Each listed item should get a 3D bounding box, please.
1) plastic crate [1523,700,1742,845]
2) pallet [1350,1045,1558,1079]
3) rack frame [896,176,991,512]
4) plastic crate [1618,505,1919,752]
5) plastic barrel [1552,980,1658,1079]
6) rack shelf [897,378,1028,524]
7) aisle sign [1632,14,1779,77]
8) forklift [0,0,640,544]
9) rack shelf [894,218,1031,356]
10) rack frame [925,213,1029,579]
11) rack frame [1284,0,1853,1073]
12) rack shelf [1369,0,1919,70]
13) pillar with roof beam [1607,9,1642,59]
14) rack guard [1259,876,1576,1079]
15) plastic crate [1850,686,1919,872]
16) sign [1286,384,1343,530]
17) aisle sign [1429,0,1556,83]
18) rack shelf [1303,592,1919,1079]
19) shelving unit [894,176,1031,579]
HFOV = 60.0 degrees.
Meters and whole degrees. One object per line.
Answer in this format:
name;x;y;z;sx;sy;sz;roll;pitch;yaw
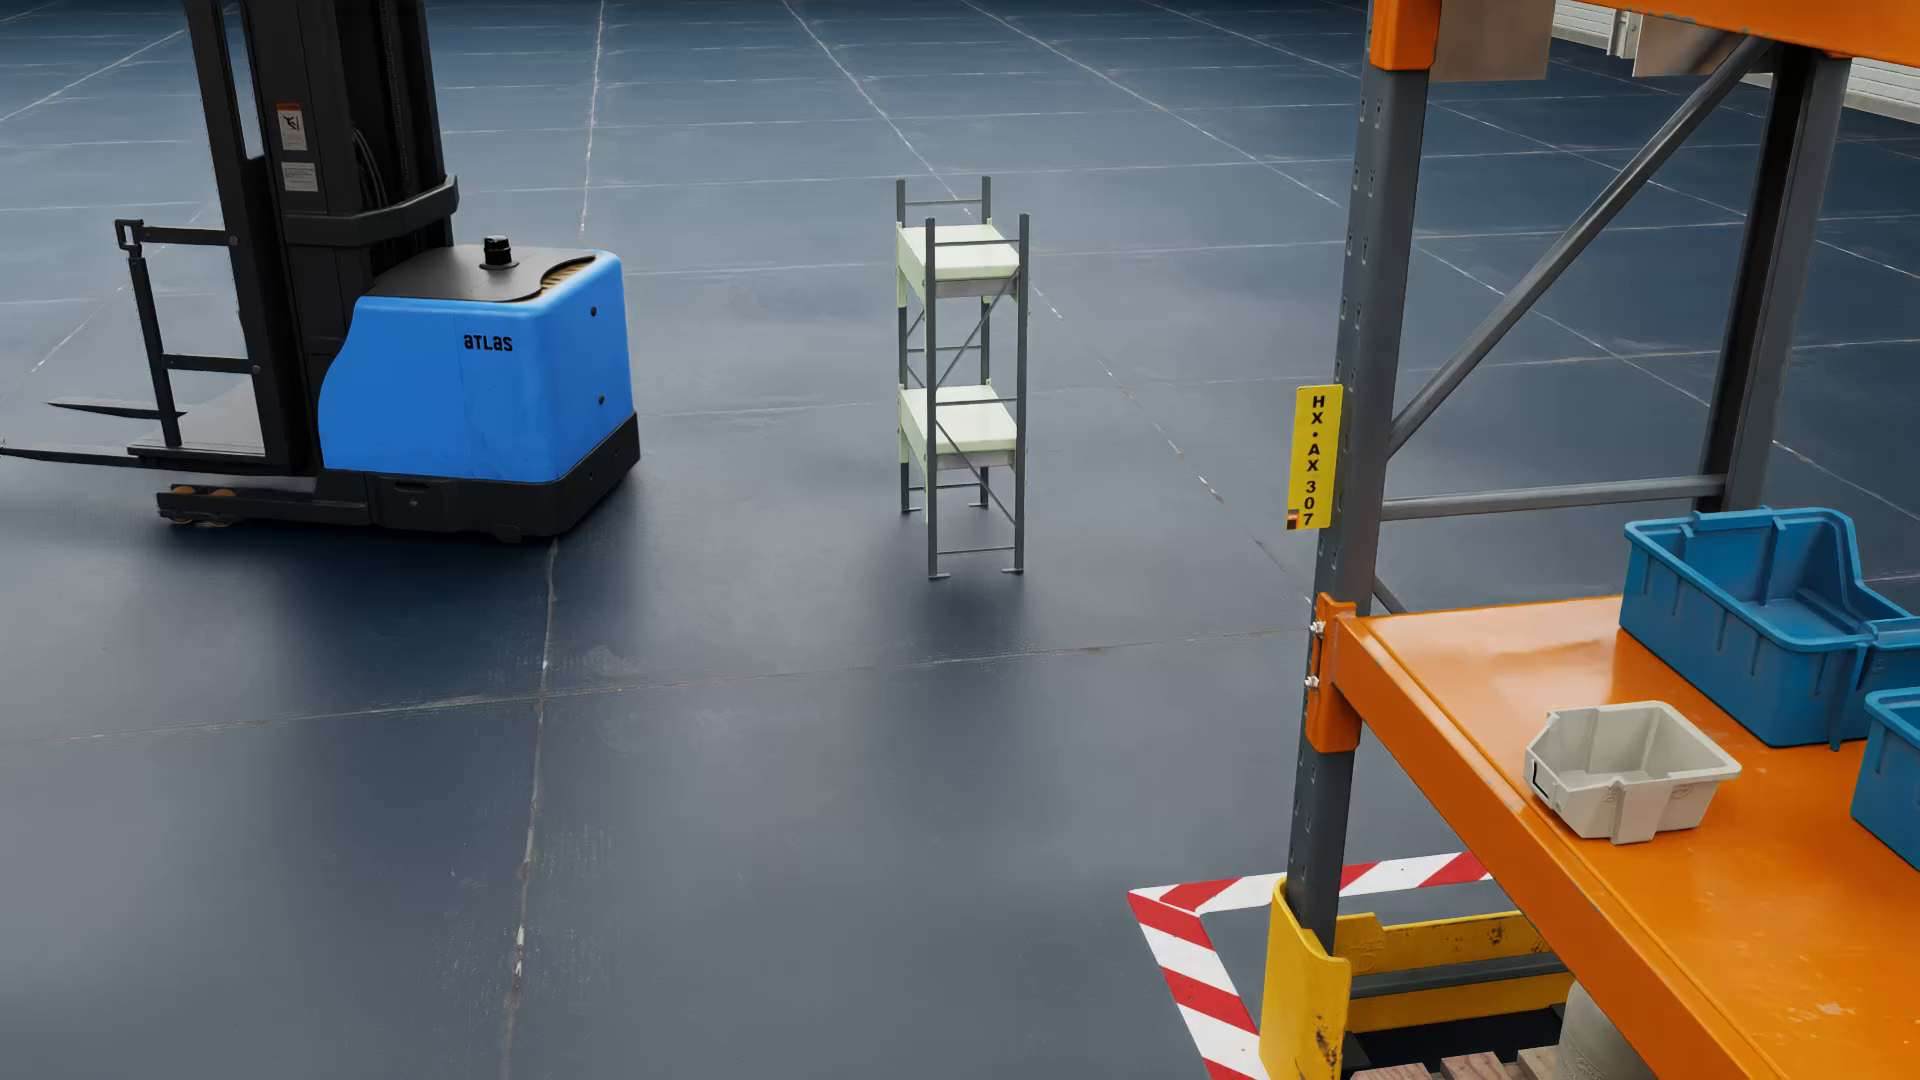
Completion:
plastic crate;1.148;0.410;2.892;0.298;0.136;0.250;-4;24;-10
pallet;1.504;1.538;3.465;1.003;0.211;1.213;-4;24;-10
rack frame;-0.069;-0.834;7.285;0.400;1.500;0.023;-4;24;-10
plastic crate;1.685;0.157;3.330;0.499;0.251;0.616;-4;24;-10
plastic barrel;1.495;1.115;3.534;0.421;0.512;0.421;0;24;0
rack shelf;-0.001;-0.391;7.086;0.431;0.370;0.720;-4;24;-10
aisle sign;1.577;-1.328;3.295;0.394;0.787;0.004;-4;24;-10
forklift;-3.097;-1.602;7.255;3.031;2.935;1.130;4;24;10
rack shelf;-0.001;-1.048;6.800;0.431;0.370;0.720;-4;24;-10
rack frame;0.066;-0.546;6.626;0.400;1.500;0.023;-4;24;-10
rack frame;1.298;-0.086;3.700;1.000;3.000;0.127;-4;24;-10
rack shelf;1.668;-0.345;1.442;1.077;0.370;4.000;-4;24;-10
pillar with roof beam;4.455;-10.119;19.176;9.100;9.000;0.400;-4;24;-10
rack guard;1.359;1.086;4.140;1.175;0.500;0.348;-4;24;-10
plastic crate;1.799;0.412;2.744;0.499;0.251;0.408;-4;24;-10
sign;0.757;-0.174;3.555;0.100;0.325;0.005;-4;24;-10
aisle sign;0.997;-1.284;3.195;0.394;0.787;0.004;-4;24;-10
rack shelf;1.668;1.030;2.043;1.077;0.370;4.000;-4;24;-10
shelving unit;-0.001;-0.690;6.956;0.431;1.500;0.755;-4;24;-10
